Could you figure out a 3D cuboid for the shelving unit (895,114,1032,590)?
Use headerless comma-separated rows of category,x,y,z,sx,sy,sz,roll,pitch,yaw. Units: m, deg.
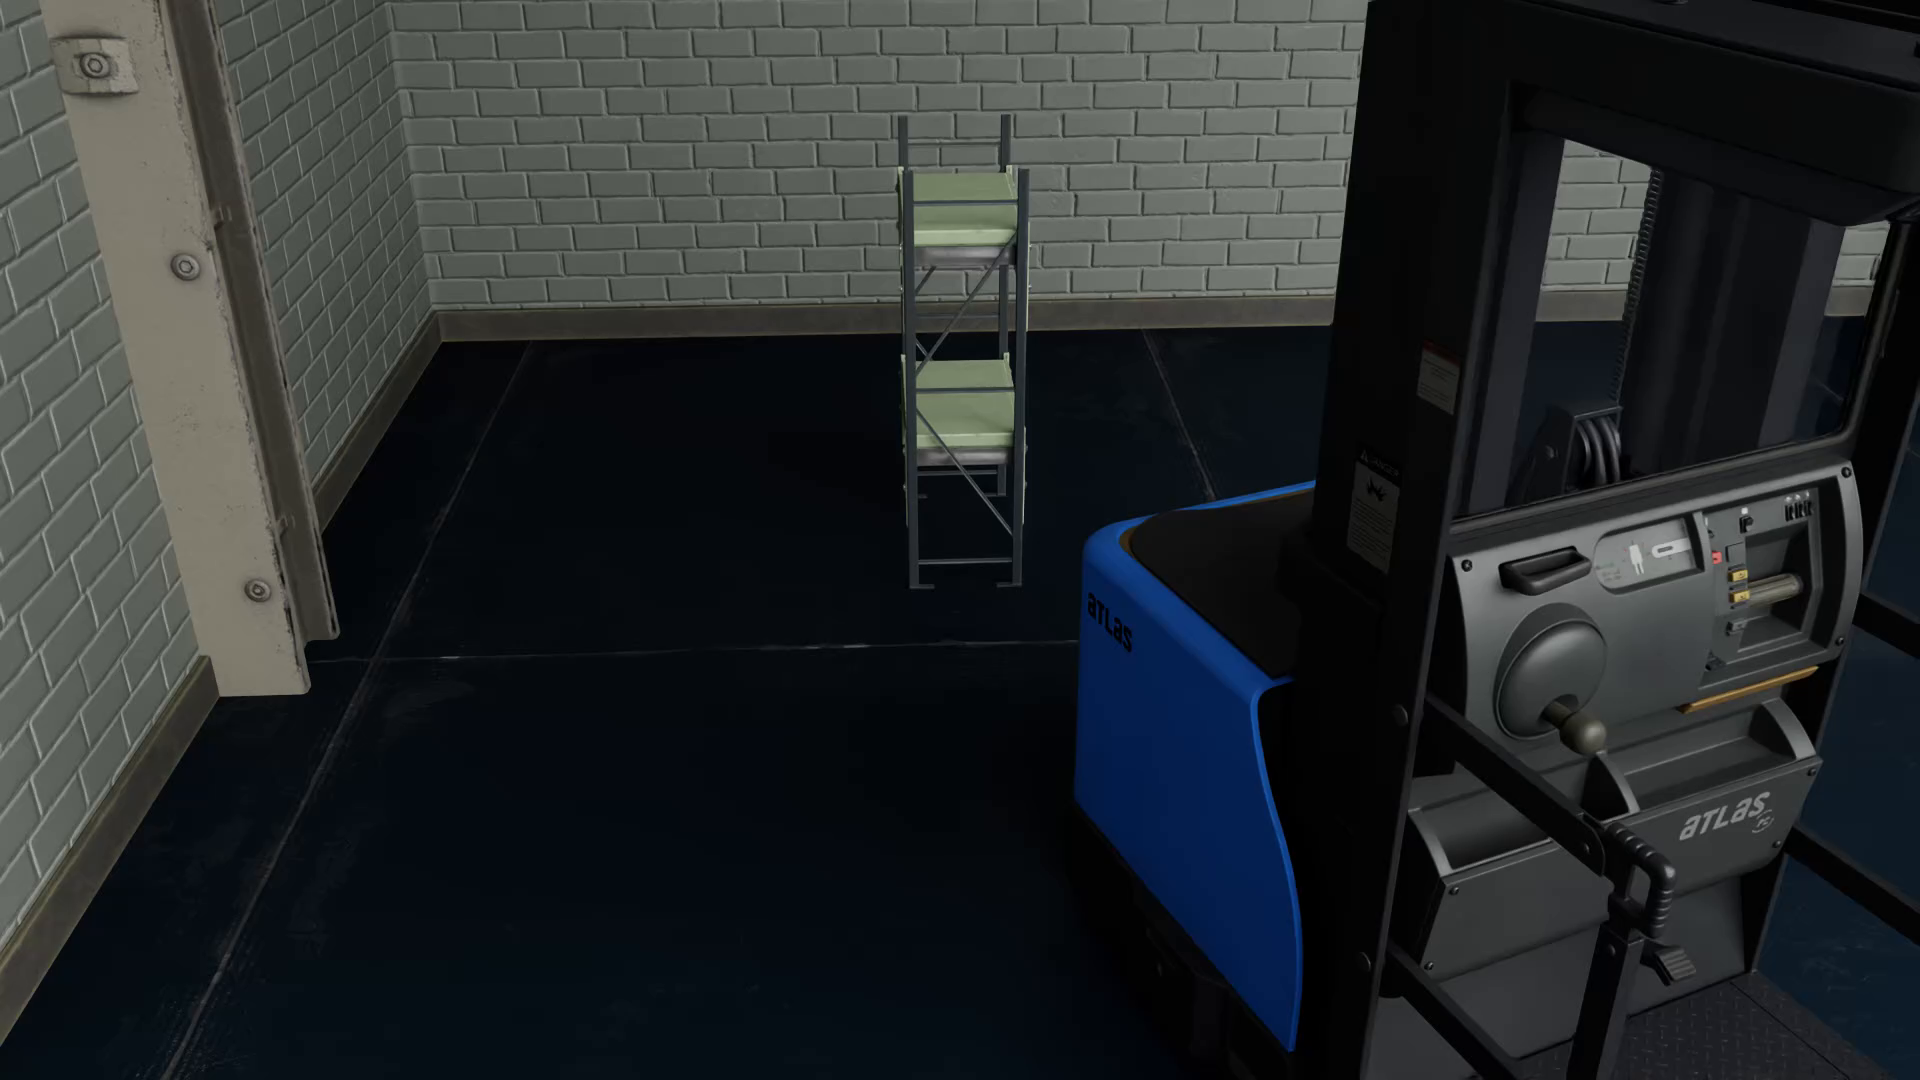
shelving unit,0.000,-0.668,5.909,0.431,1.500,0.755,-1,28,-3

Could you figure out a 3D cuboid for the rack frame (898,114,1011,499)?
rack frame,-0.019,-0.837,6.233,0.400,1.500,0.023,-1,28,-3

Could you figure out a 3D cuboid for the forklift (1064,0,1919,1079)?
forklift,1.345,0.151,2.790,1.130,2.935,3.031,-12,30,-21

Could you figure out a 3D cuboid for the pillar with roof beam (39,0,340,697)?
pillar with roof beam,2.049,-3.691,3.595,9.100,9.000,0.400,-1,28,-3

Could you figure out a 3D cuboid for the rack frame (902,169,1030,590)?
rack frame,0.019,-0.499,5.585,0.400,1.500,0.023,-1,28,-3

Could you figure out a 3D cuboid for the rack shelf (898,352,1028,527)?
rack shelf,0.000,-0.379,6.060,0.431,0.370,0.720,-1,28,-3

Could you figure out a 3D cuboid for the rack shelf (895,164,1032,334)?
rack shelf,0.000,-1.014,5.729,0.431,0.370,0.720,-1,28,-3
